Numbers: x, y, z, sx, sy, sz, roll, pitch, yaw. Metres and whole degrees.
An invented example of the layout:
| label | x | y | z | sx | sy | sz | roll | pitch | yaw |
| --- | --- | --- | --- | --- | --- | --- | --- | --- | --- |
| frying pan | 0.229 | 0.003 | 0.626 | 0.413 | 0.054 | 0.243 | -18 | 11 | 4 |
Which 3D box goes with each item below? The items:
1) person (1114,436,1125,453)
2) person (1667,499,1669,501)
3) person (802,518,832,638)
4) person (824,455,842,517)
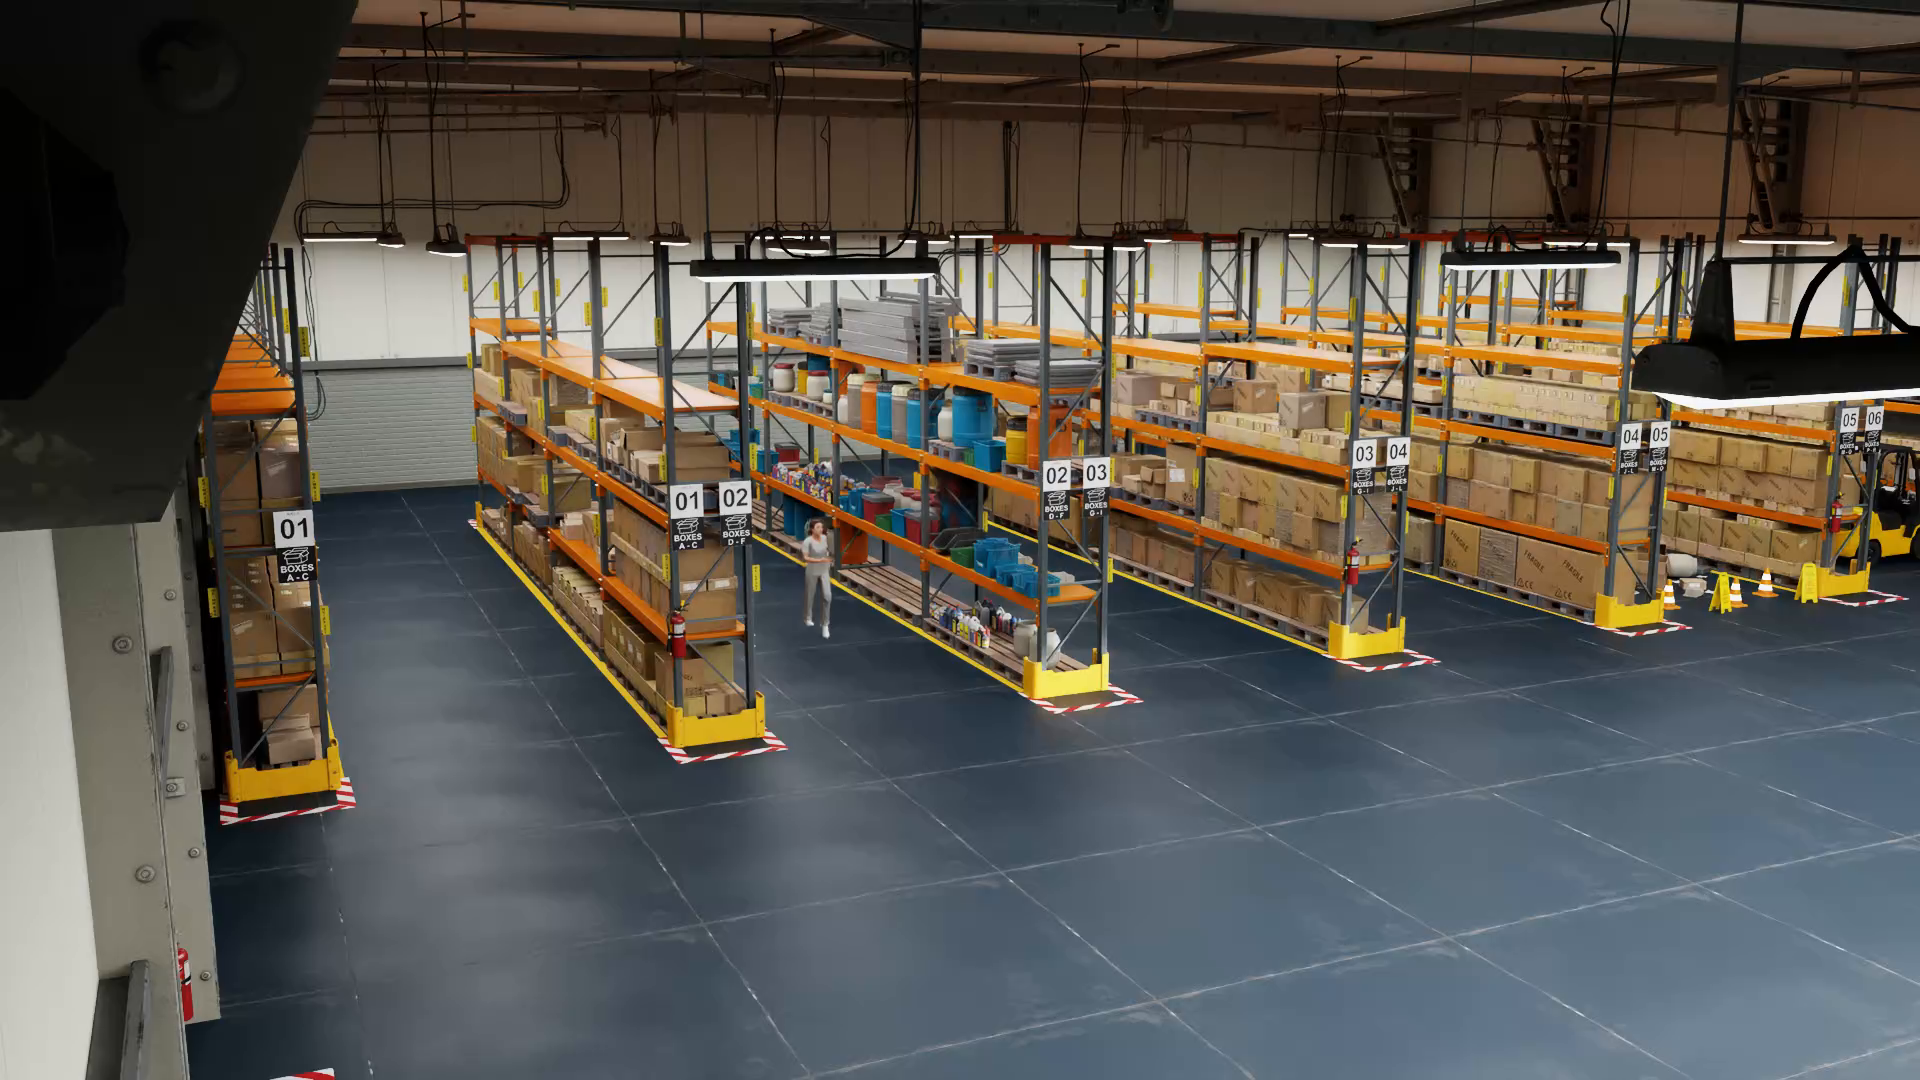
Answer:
| label | x | y | z | sx | sy | sz | roll | pitch | yaw |
| --- | --- | --- | --- | --- | --- | --- | --- | --- | --- |
| person | 4.052 | -2.437 | 41.763 | 0.728 | 1.488 | 0.899 | 7 | 13 | 34 |
| person | 14.502 | -0.947 | 34.075 | 0.539 | 1.520 | 0.572 | -7 | 13 | -31 |
| person | -2.104 | 0.550 | 24.486 | 0.507 | 1.767 | 0.788 | -6 | 12 | -28 |
| person | -2.723 | -1.128 | 34.982 | 0.707 | 1.482 | 1.067 | -9 | 14 | -38 |
